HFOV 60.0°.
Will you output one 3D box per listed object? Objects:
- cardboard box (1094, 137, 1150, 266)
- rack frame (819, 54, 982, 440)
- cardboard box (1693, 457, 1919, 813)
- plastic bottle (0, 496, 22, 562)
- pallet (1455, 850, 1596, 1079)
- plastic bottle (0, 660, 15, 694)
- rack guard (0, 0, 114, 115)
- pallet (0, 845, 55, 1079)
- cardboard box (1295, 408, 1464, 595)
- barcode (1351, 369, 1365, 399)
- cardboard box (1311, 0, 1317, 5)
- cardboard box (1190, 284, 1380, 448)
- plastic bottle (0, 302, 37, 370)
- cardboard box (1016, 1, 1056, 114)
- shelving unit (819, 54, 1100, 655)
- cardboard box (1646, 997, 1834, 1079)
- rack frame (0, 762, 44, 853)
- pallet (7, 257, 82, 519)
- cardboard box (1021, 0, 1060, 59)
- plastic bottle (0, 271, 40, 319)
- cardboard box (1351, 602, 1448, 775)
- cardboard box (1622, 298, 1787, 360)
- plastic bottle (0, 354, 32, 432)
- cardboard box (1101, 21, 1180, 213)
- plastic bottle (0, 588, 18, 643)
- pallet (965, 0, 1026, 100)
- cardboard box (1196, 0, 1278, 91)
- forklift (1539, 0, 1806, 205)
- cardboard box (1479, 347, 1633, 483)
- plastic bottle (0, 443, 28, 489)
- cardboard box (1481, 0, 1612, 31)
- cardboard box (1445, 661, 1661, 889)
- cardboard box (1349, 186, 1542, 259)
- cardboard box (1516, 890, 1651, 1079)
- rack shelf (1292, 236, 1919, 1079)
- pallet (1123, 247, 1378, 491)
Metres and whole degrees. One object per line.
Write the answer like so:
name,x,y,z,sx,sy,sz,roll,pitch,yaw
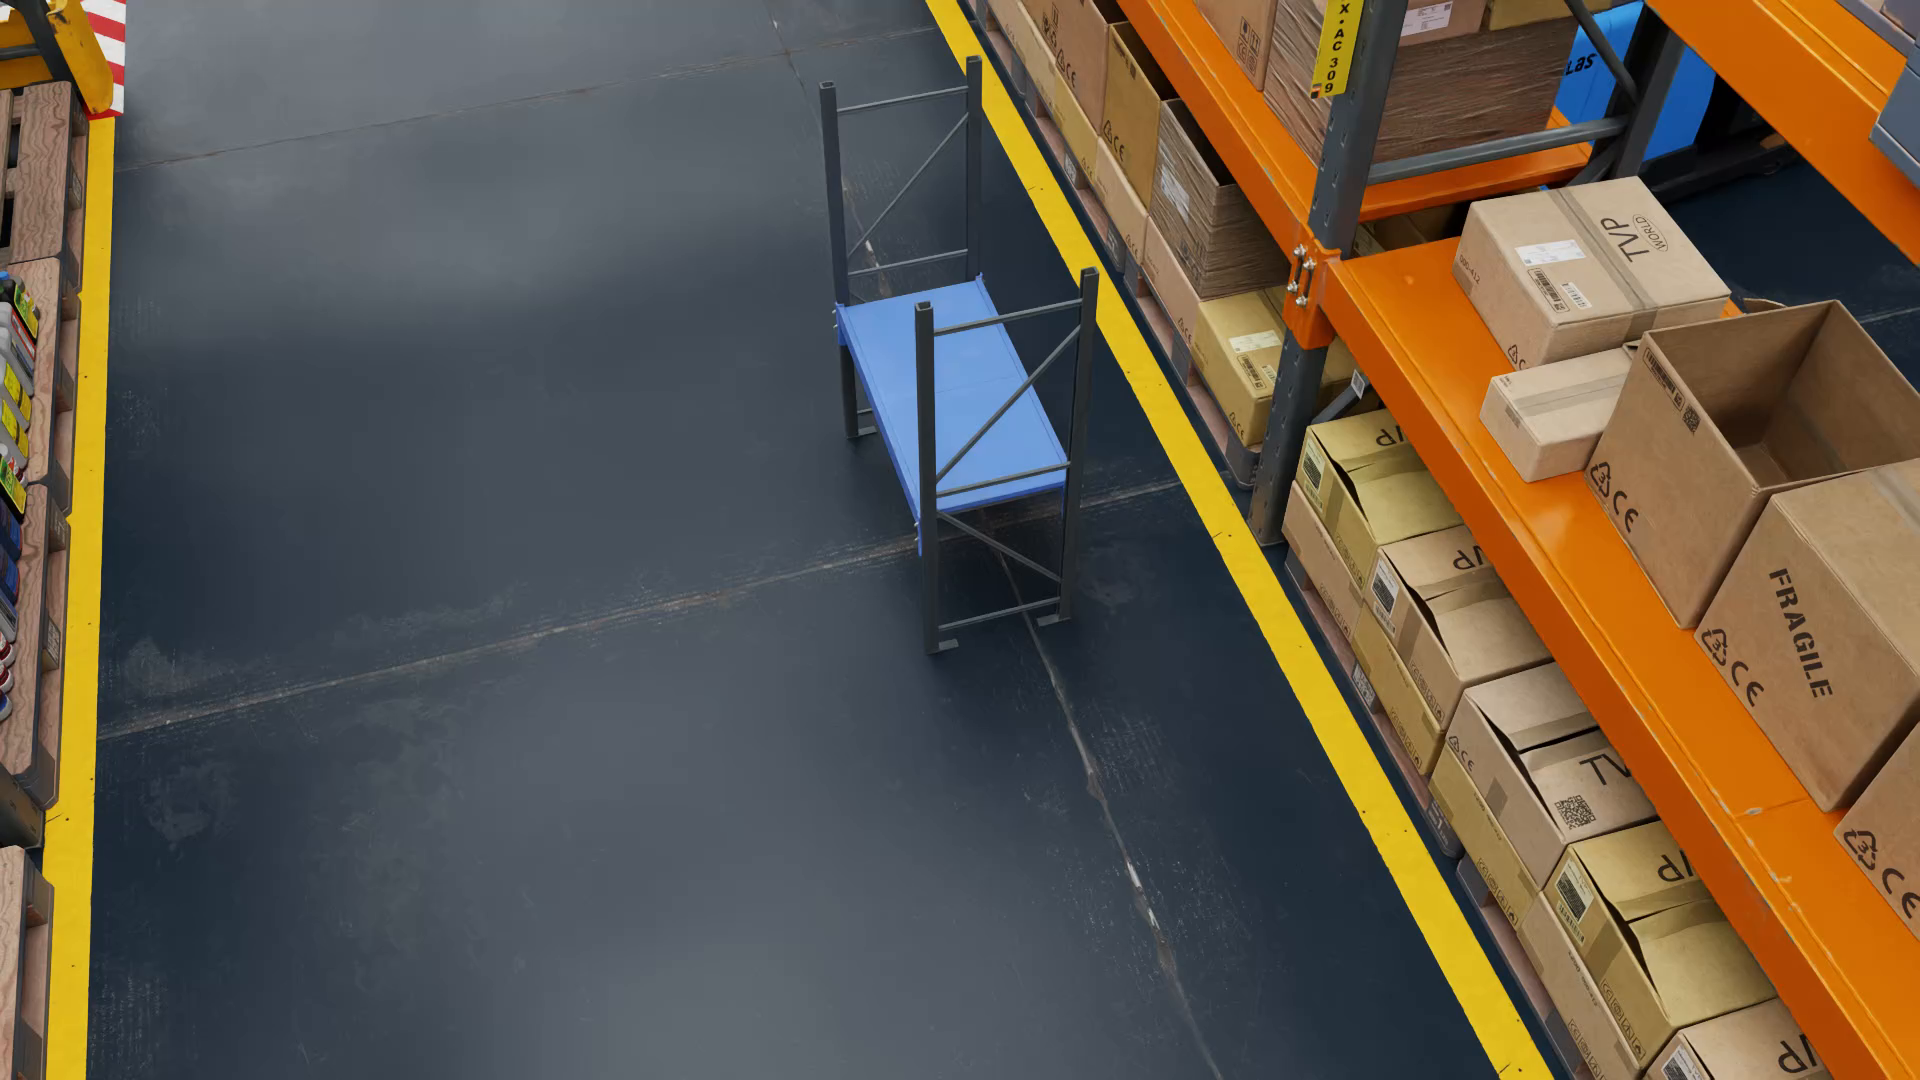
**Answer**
cardboard box,0.847,-1.361,6.460,0.500,0.250,0.500,-13,51,-11
rack frame,-0.176,-0.917,5.542,0.500,1.500,0.032,-13,51,-11
cardboard box,2.009,0.189,3.563,0.500,0.500,0.500,-13,51,-11
plastic bottle,-3.138,-0.086,5.305,0.144,0.351,0.185,-15,52,-13
pallet,2.113,1.227,4.578,1.003,0.211,1.213,-13,51,-11
plastic bottle,-2.945,0.378,5.012,0.097,0.201,0.097,0,50,0
rack guard,-4.355,-2.047,7.149,1.175,0.500,0.348,-13,51,-11
pallet,-2.970,1.487,4.358,1.003,0.211,1.213,-13,51,-11
cardboard box,1.378,-0.166,5.085,0.500,0.311,0.500,-13,51,-11
barcode,1.171,-0.459,4.894,0.001,0.075,0.075,-13,51,-11
cardboard box,1.137,-1.666,4.703,0.380,0.149,0.250,-14,51,-12
cardboard box,1.147,-0.632,5.845,0.500,0.250,0.500,-13,51,-11
plastic bottle,-3.412,-0.729,5.897,0.152,0.276,0.135,-13,51,-11
cardboard box,0.555,-2.093,7.076,0.500,0.250,0.500,-13,51,-11
shelving unit,-0.025,-0.546,5.229,0.538,1.500,1.048,-13,51,-11
cardboard box,1.980,1.324,3.829,0.500,0.311,0.500,-14,51,-11
rack frame,-3.240,0.023,3.768,1.000,3.000,0.127,-13,51,-11
pallet,-3.763,-0.470,6.008,1.003,0.211,1.213,-13,51,-11
cardboard box,0.566,-2.337,6.792,0.500,0.500,0.500,-13,51,-11
plastic bottle,-3.461,-0.896,6.086,0.097,0.201,0.097,0,50,0
cardboard box,1.526,0.381,4.990,0.500,0.250,0.500,-12,51,-10
cardboard box,1.929,-0.450,4.255,0.396,0.266,0.258,-14,51,-12
plastic bottle,-3.318,-0.532,5.682,0.144,0.351,0.185,-11,51,-9
cardboard box,0.859,-1.606,6.175,0.500,0.500,0.500,-13,51,-11
plastic bottle,-3.037,0.198,5.115,0.152,0.276,0.135,-12,51,-10
pallet,0.577,-2.567,7.776,1.003,0.211,1.213,-13,51,-11
cardboard box,1.194,-1.832,5.268,0.700,0.500,0.500,-14,51,-11
forklift,3.127,-2.837,6.225,3.031,2.935,1.130,-21,53,-16
cardboard box,1.560,-0.319,4.222,0.380,0.149,0.250,-13,51,-11
plastic bottle,-3.199,-0.250,5.541,0.097,0.201,0.097,0,50,0
cardboard box,1.599,-1.575,4.626,0.380,0.149,0.250,-13,51,-11
cardboard box,1.675,0.579,4.457,0.500,0.311,0.500,-15,51,-12
cardboard box,1.655,-0.994,5.659,0.500,0.500,0.500,-13,51,-11
cardboard box,1.831,1.131,4.359,0.500,0.250,0.500,-12,51,-10
rack shelf,2.085,0.599,3.754,1.077,0.370,4.000,-13,51,-11
pallet,1.298,-0.785,6.274,1.003,0.211,1.213,-13,51,-11
